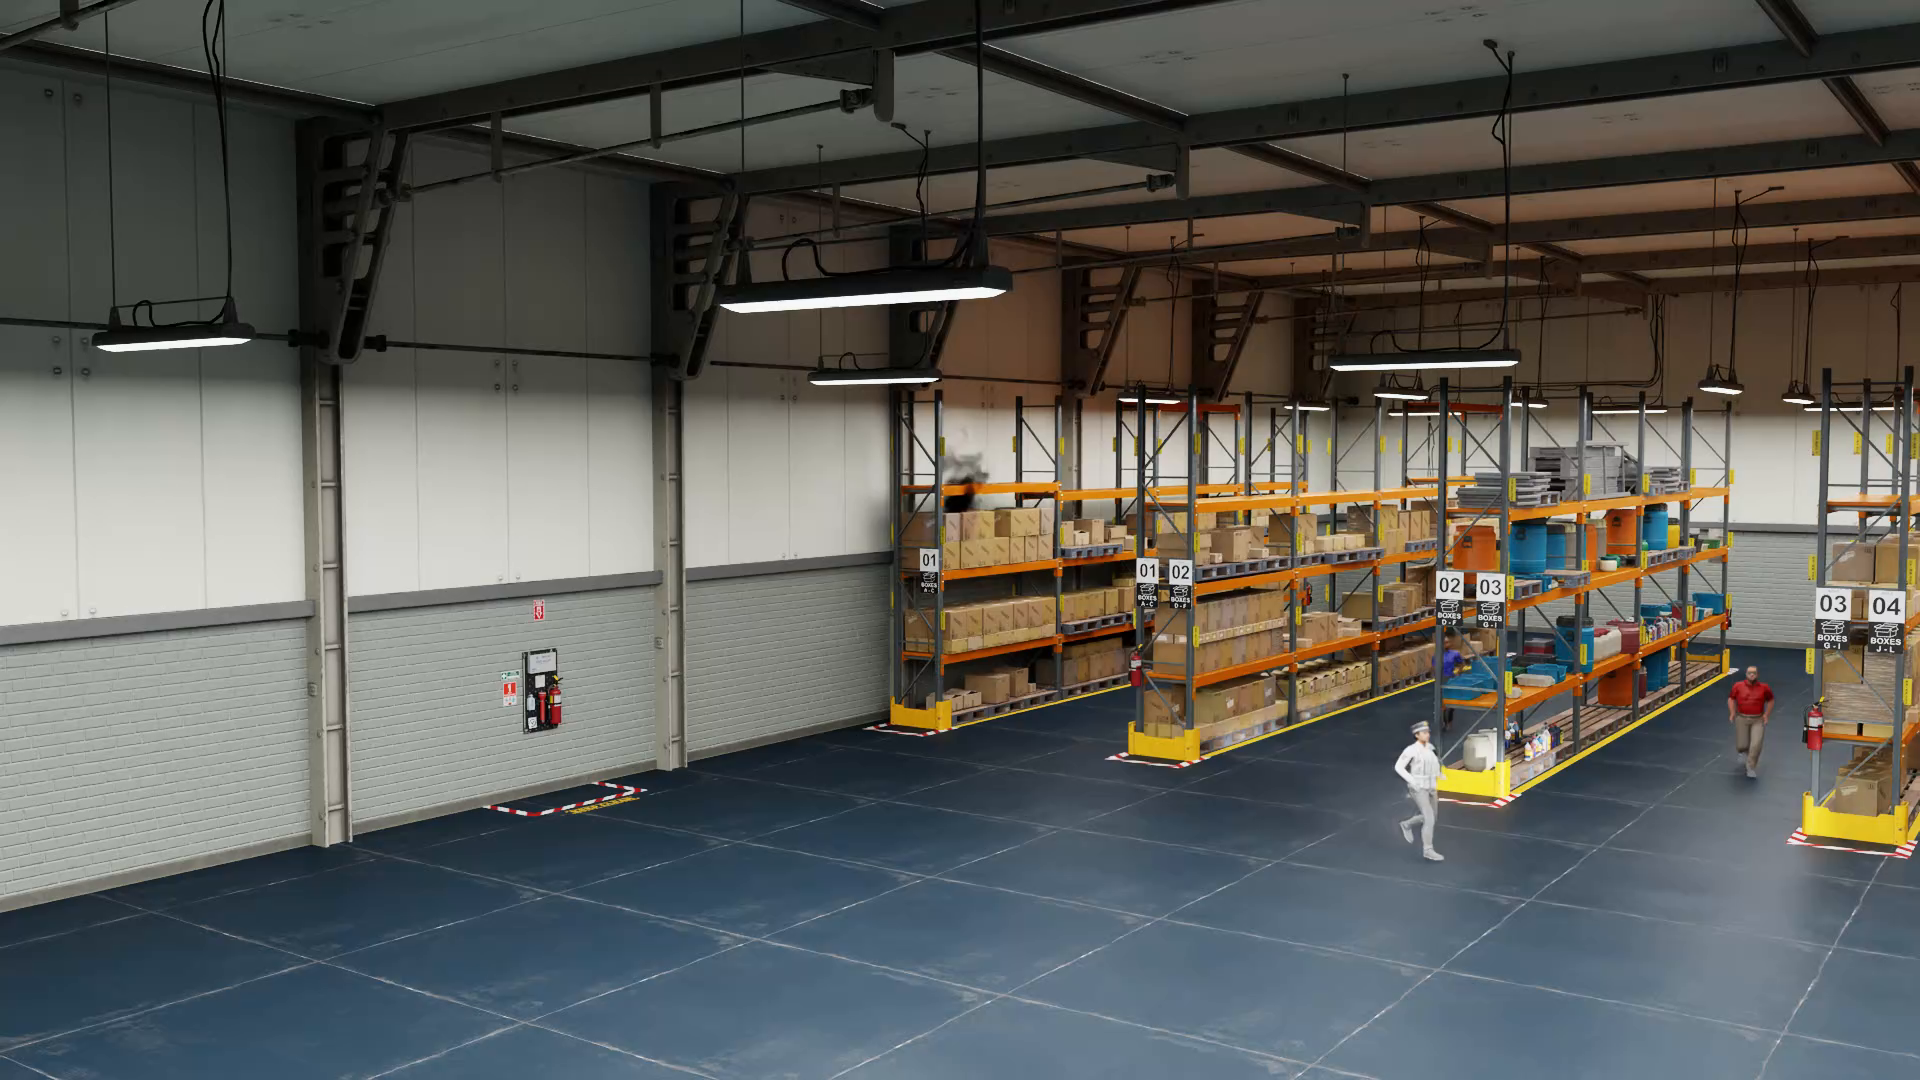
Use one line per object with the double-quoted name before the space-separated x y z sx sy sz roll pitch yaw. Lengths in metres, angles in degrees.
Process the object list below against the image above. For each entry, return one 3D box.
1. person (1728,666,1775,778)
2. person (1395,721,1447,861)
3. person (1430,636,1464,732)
"person" 12.066 2.743 25.367 0.650 1.680 0.652 1 4 24
"person" 5.572 3.027 20.279 0.515 1.660 0.767 -2 4 -30
"person" 8.553 2.539 29.275 0.558 1.685 0.667 2 4 25
